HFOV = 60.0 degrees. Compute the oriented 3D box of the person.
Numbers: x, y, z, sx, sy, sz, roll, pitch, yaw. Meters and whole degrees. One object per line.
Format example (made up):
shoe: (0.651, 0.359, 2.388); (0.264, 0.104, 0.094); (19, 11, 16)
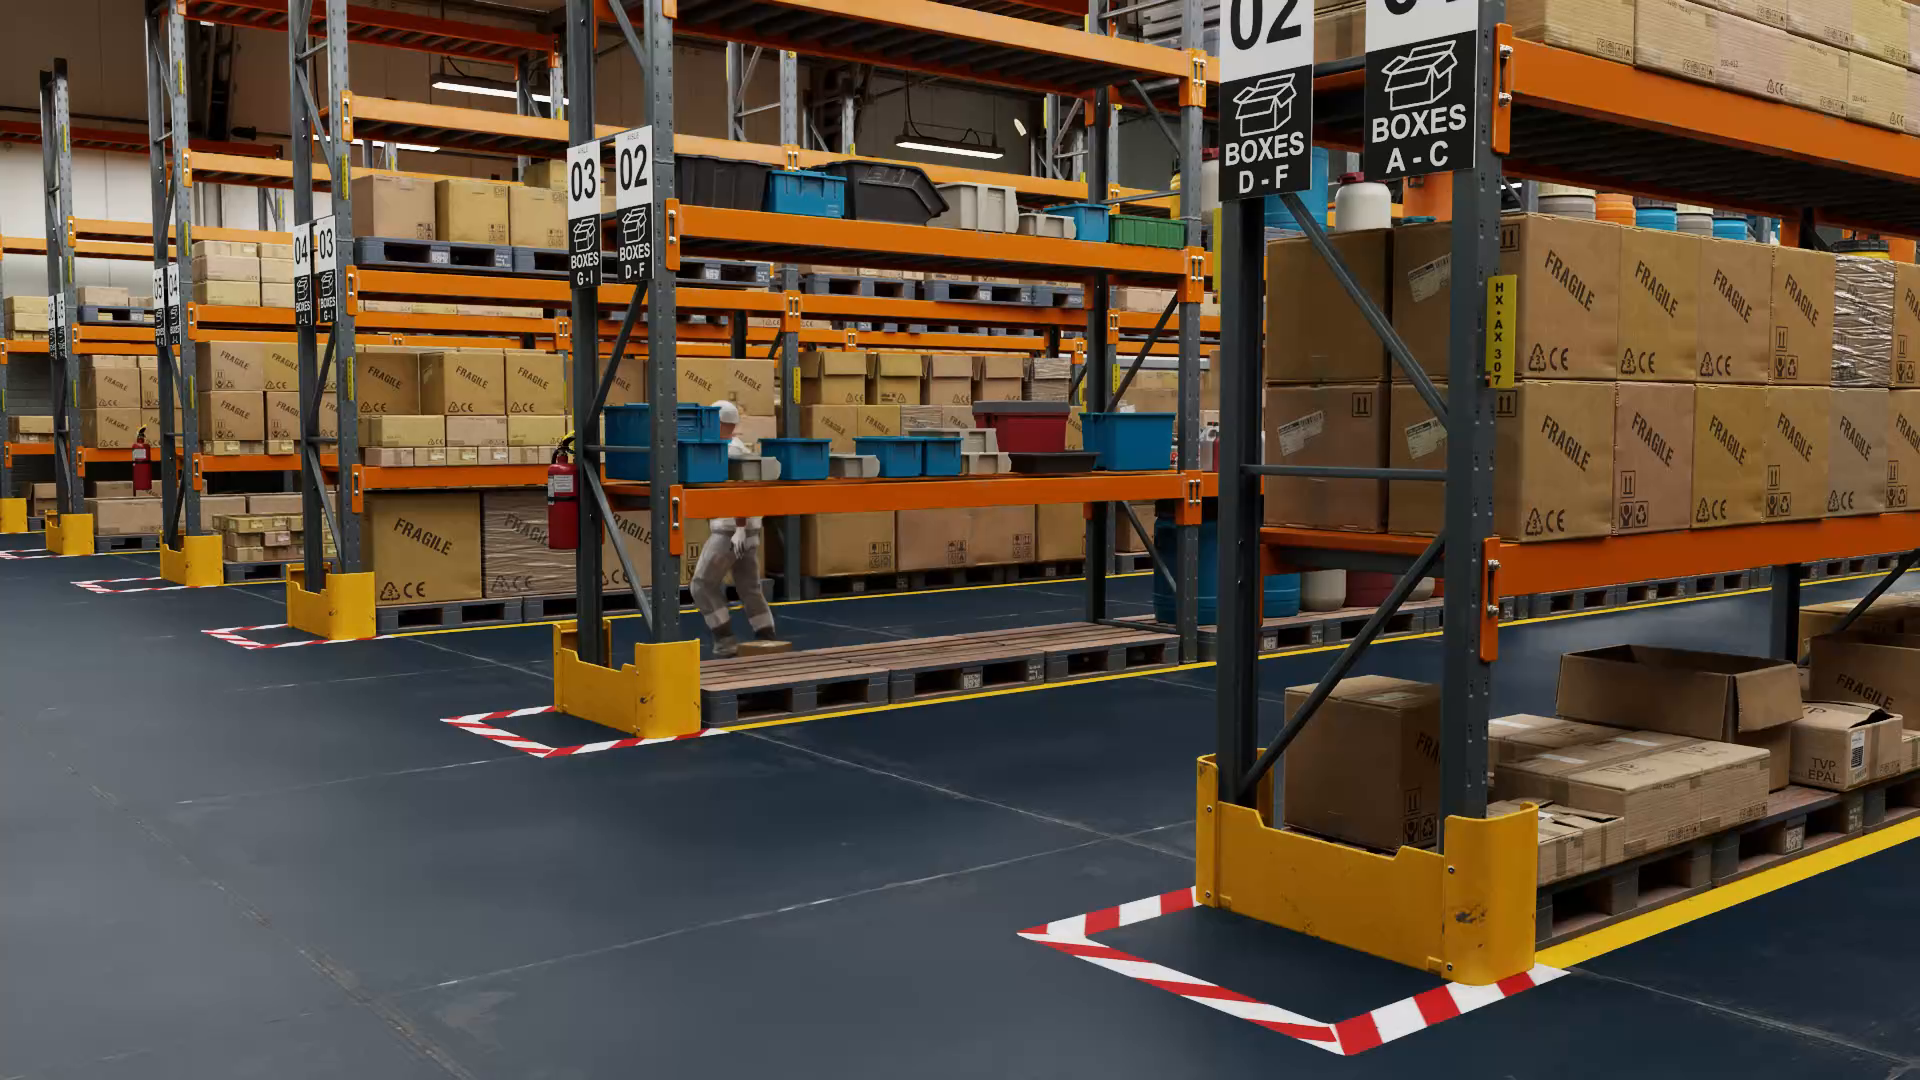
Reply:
person: (-1.466, -0.020, 10.906); (0.544, 1.783, 0.578); (1, 4, 8)
